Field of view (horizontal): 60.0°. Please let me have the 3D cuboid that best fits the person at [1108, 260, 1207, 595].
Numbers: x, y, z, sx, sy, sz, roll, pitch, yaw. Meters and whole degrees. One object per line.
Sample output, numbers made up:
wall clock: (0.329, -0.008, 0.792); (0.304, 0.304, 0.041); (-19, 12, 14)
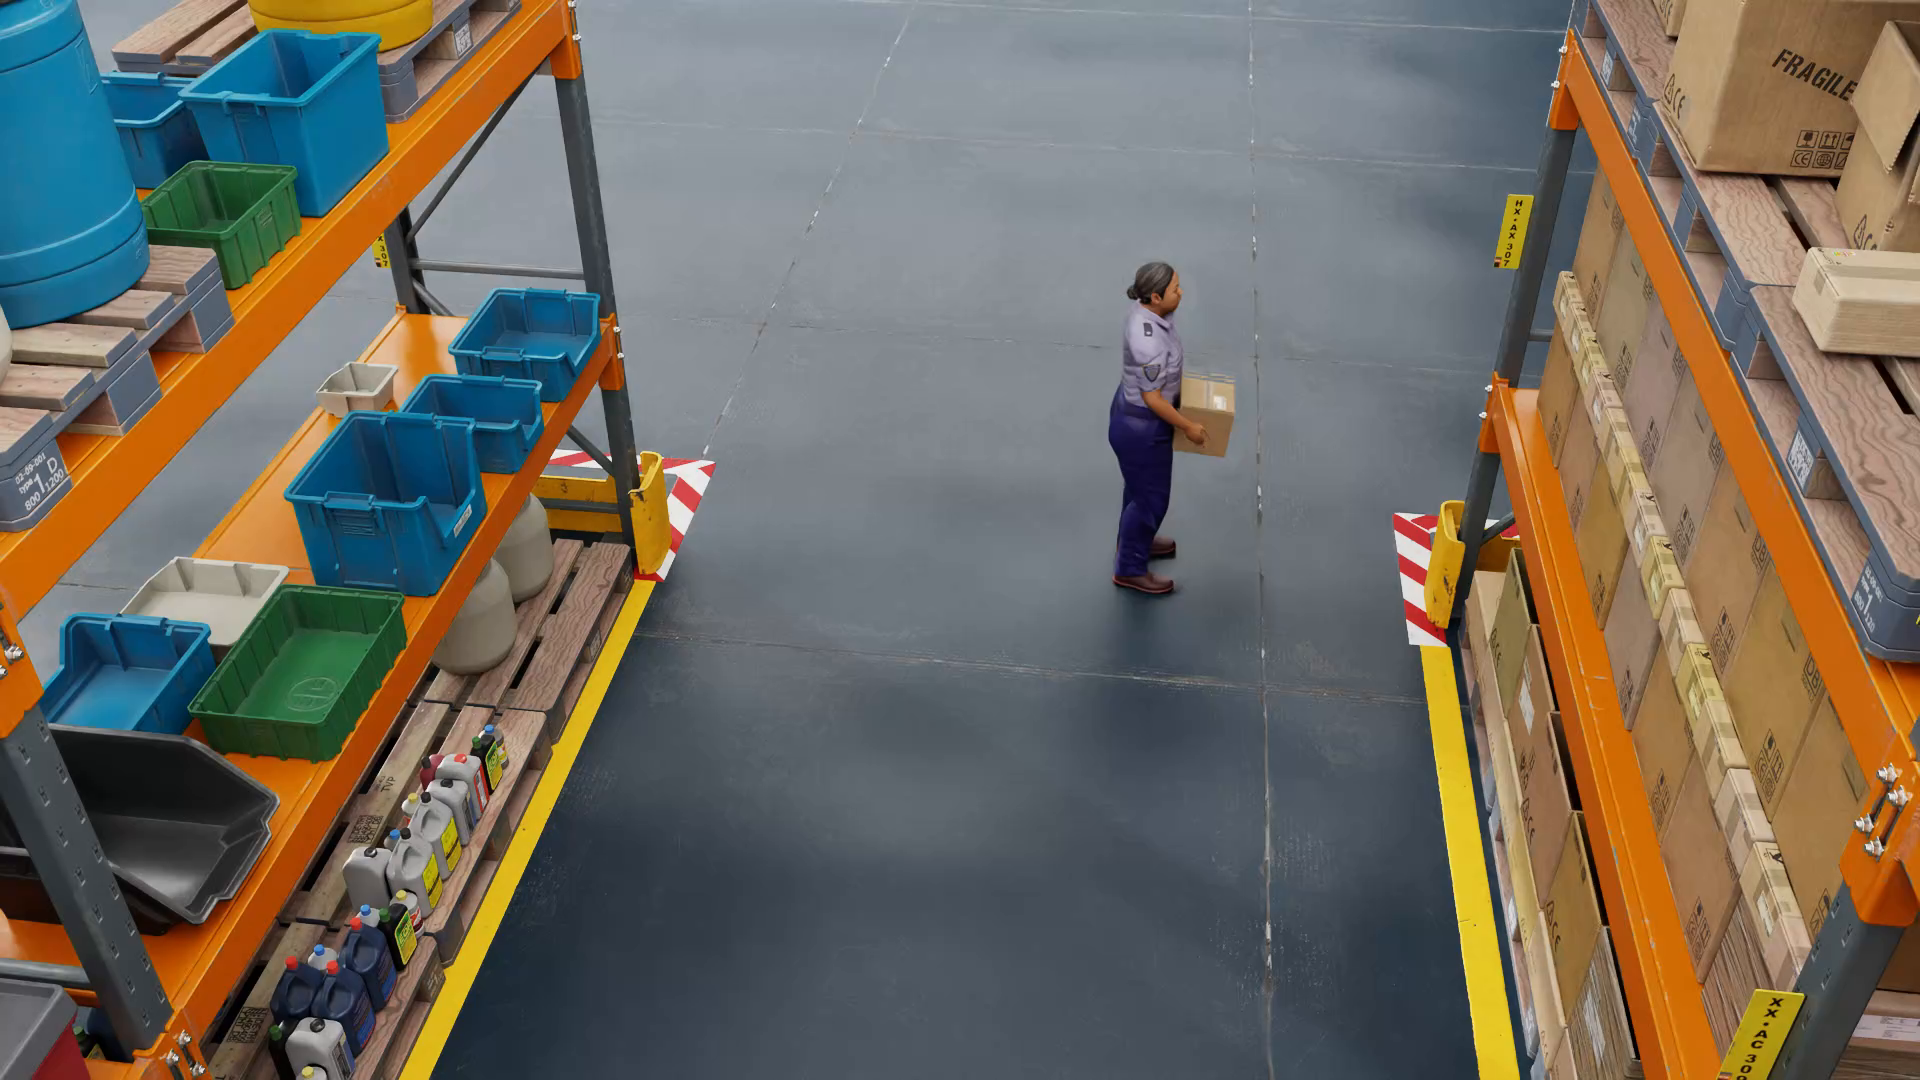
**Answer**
person: (0.930, -0.540, 7.787); (0.463, 1.641, 0.494); (4, 37, 5)
